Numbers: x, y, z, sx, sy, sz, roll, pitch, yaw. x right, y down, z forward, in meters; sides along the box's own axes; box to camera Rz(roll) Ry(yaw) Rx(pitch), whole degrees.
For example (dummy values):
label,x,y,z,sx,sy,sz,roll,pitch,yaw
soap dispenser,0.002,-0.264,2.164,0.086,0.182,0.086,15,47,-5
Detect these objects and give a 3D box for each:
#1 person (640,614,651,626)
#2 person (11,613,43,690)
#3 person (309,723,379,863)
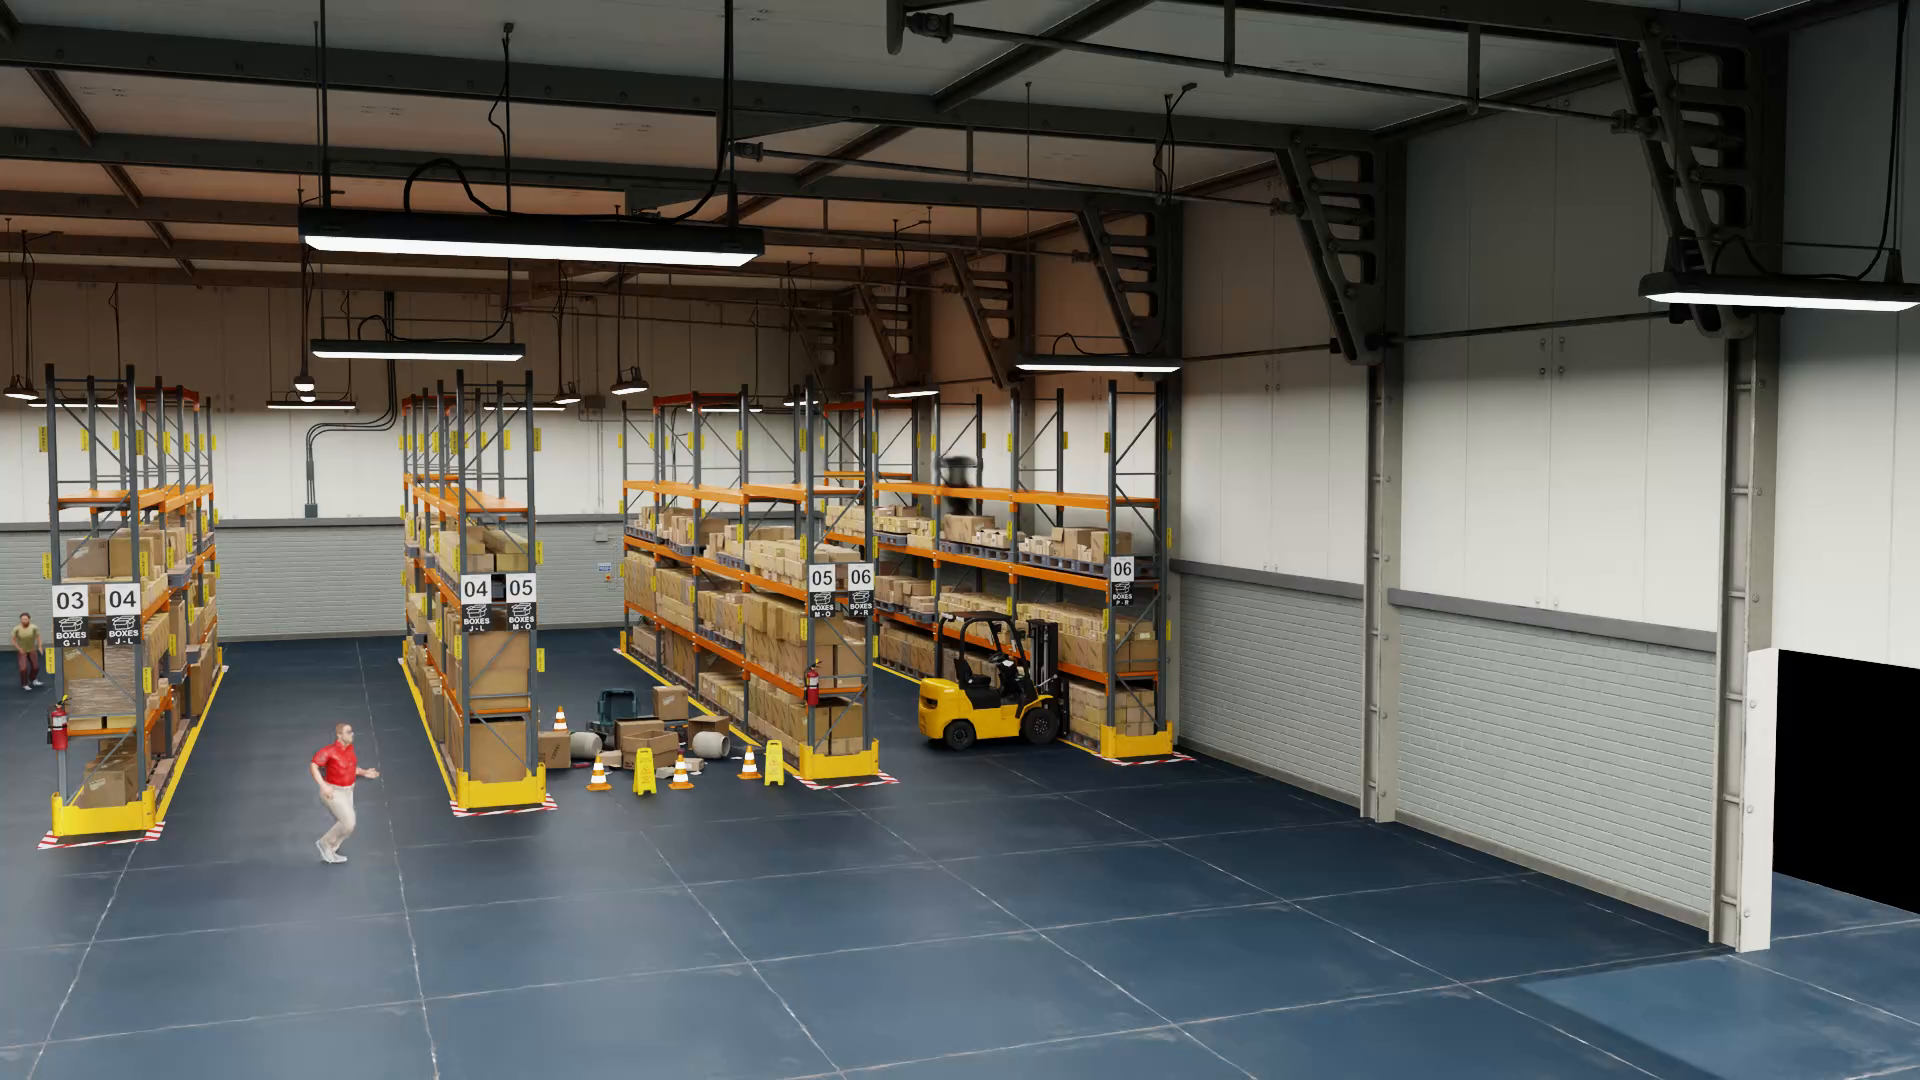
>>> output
label,x,y,z,sx,sy,sz,roll,pitch,yaw
person,-7.865,1.694,42.745,1.000,1.712,0.717,-3,4,-40
person,-18.924,2.251,33.697,0.563,1.600,0.683,-3,4,-39
person,-7.306,3.011,19.707,0.678,1.674,0.668,1,3,12
